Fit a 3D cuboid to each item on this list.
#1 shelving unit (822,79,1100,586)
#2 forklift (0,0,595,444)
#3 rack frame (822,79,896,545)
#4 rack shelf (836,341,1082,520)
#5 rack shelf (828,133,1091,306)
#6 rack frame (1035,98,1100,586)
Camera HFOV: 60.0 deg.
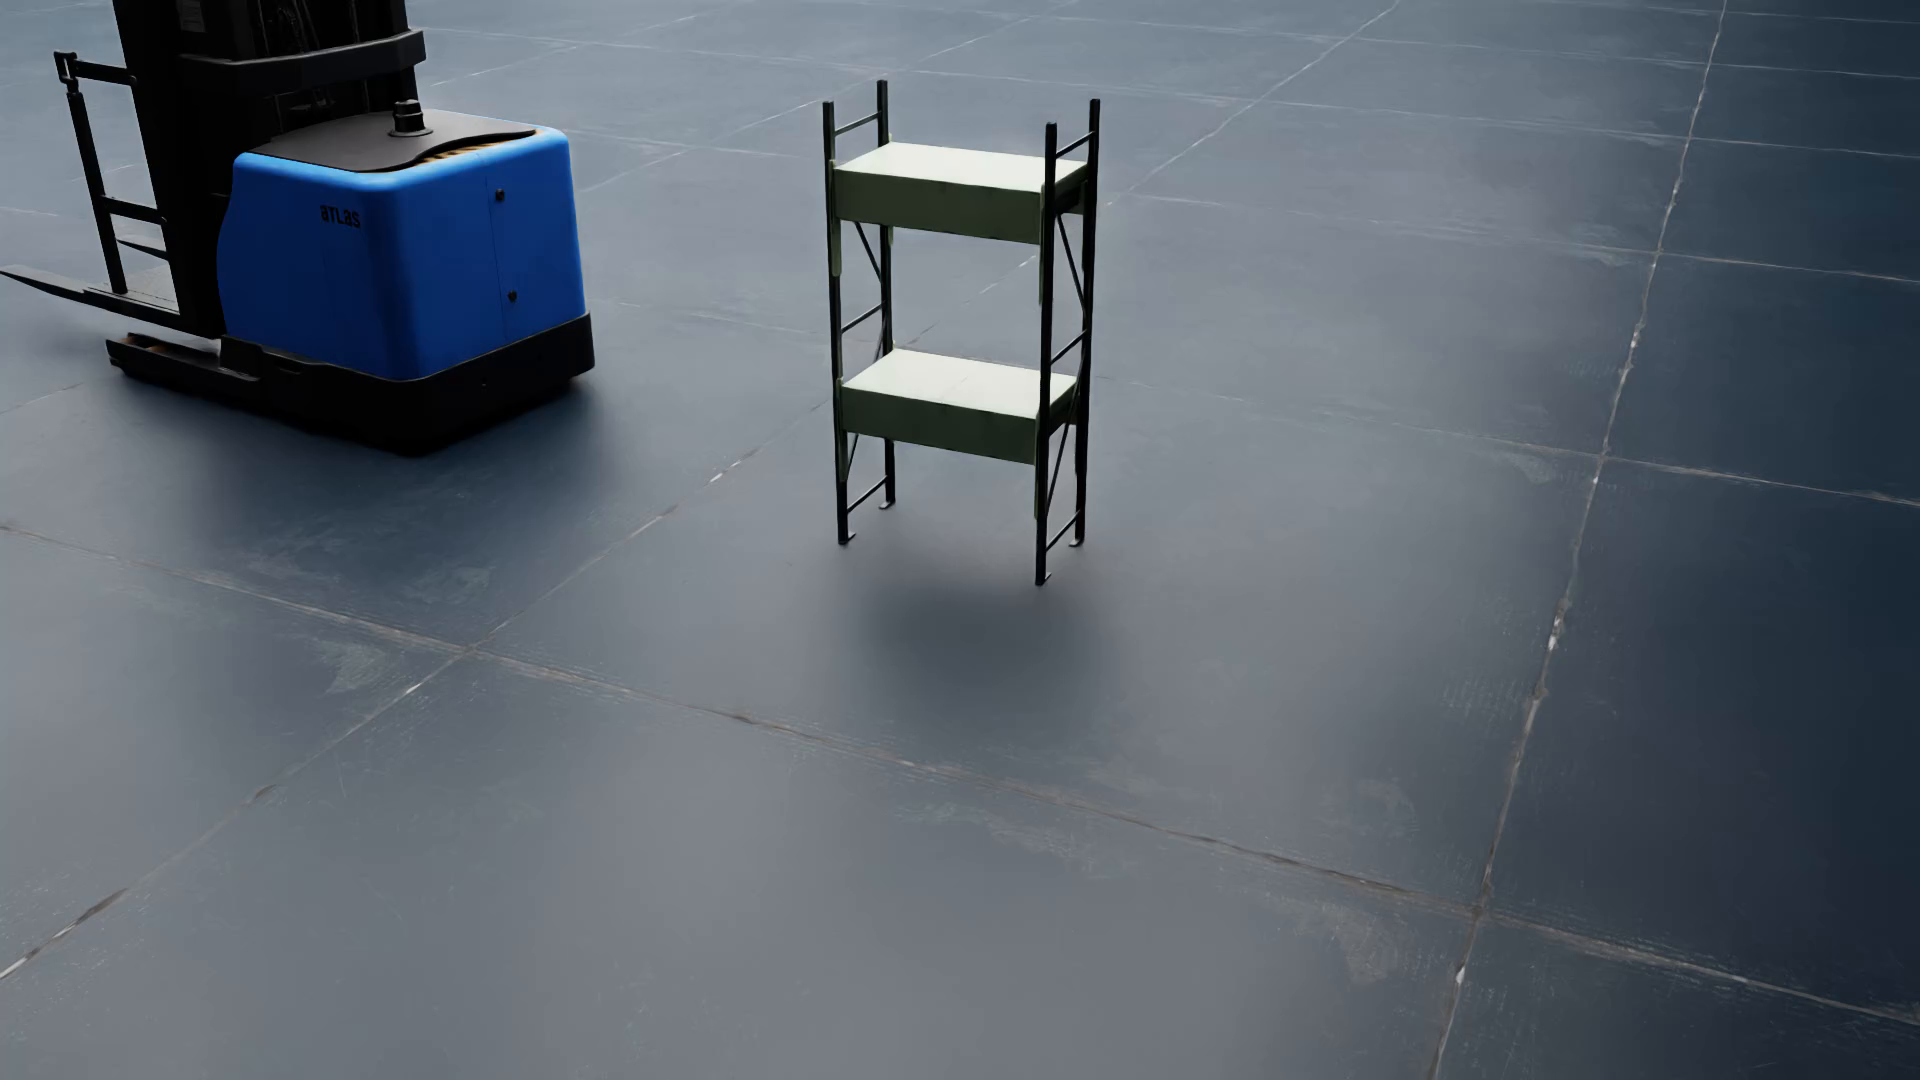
[{"bbox_3d":[0.006,-0.672,5.416,0.755,1.500,0.431,11,28,22],"label":"shelving unit"},{"bbox_3d":[-3.080,-2.164,6.827,3.031,2.935,1.130,15,30,28],"label":"forklift"},{"bbox_3d":[-0.327,-0.739,5.552,0.023,1.500,0.400,11,28,22],"label":"rack frame"},{"bbox_3d":[0.006,-0.379,5.560,0.720,0.370,0.431,11,28,22],"label":"rack shelf"},{"bbox_3d":[0.006,-1.022,5.244,0.720,0.370,0.431,11,28,22],"label":"rack shelf"},{"bbox_3d":[0.339,-0.605,5.280,0.023,1.500,0.400,11,28,22],"label":"rack frame"}]
